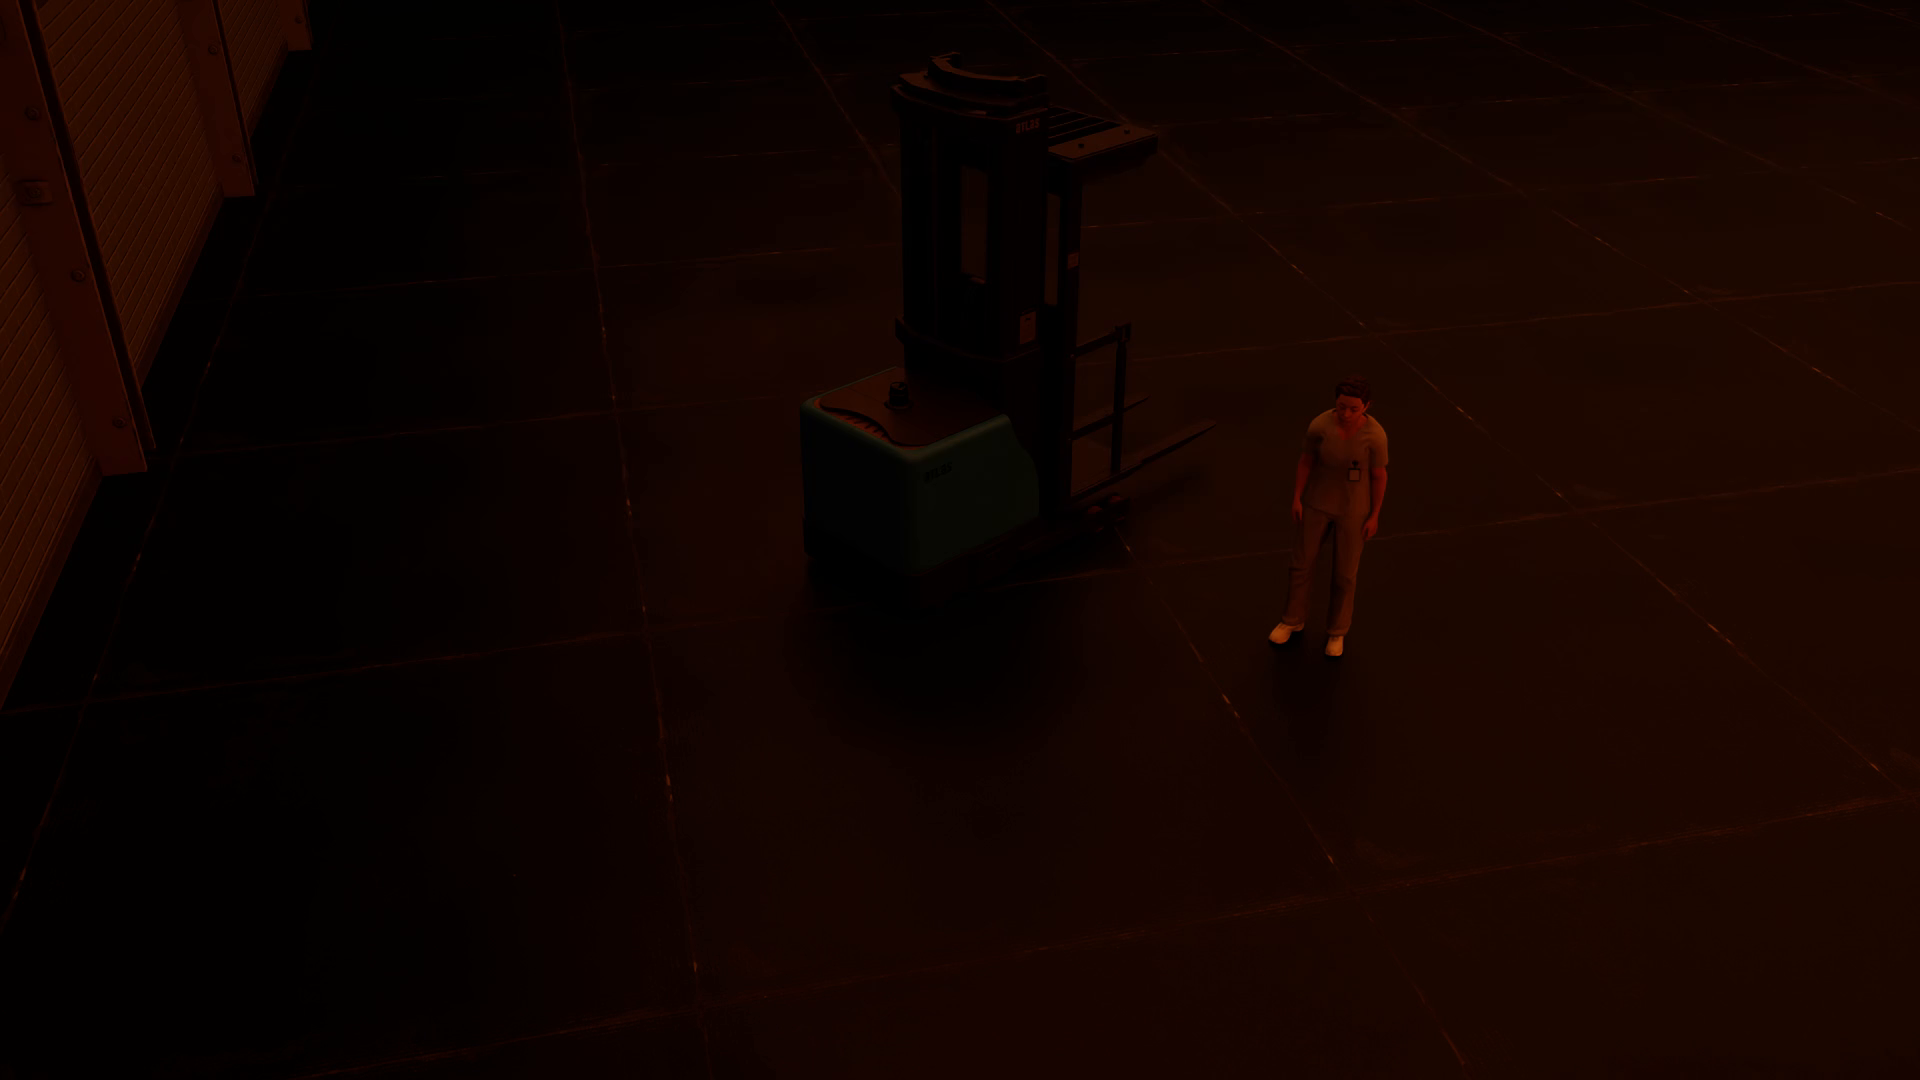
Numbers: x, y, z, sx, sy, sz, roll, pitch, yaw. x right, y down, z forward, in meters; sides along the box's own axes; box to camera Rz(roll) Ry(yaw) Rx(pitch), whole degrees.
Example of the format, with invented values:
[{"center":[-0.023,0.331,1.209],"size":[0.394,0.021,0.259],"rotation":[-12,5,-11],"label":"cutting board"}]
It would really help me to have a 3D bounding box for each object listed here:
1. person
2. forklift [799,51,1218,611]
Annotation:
[{"center":[2.048,-0.156,9.103],"size":[0.503,1.671,0.359],"rotation":[13,33,21],"label":"person"},{"center":[0.453,-1.485,10.140],"size":[3.031,2.935,1.130],"rotation":[-26,39,-37],"label":"forklift"}]
